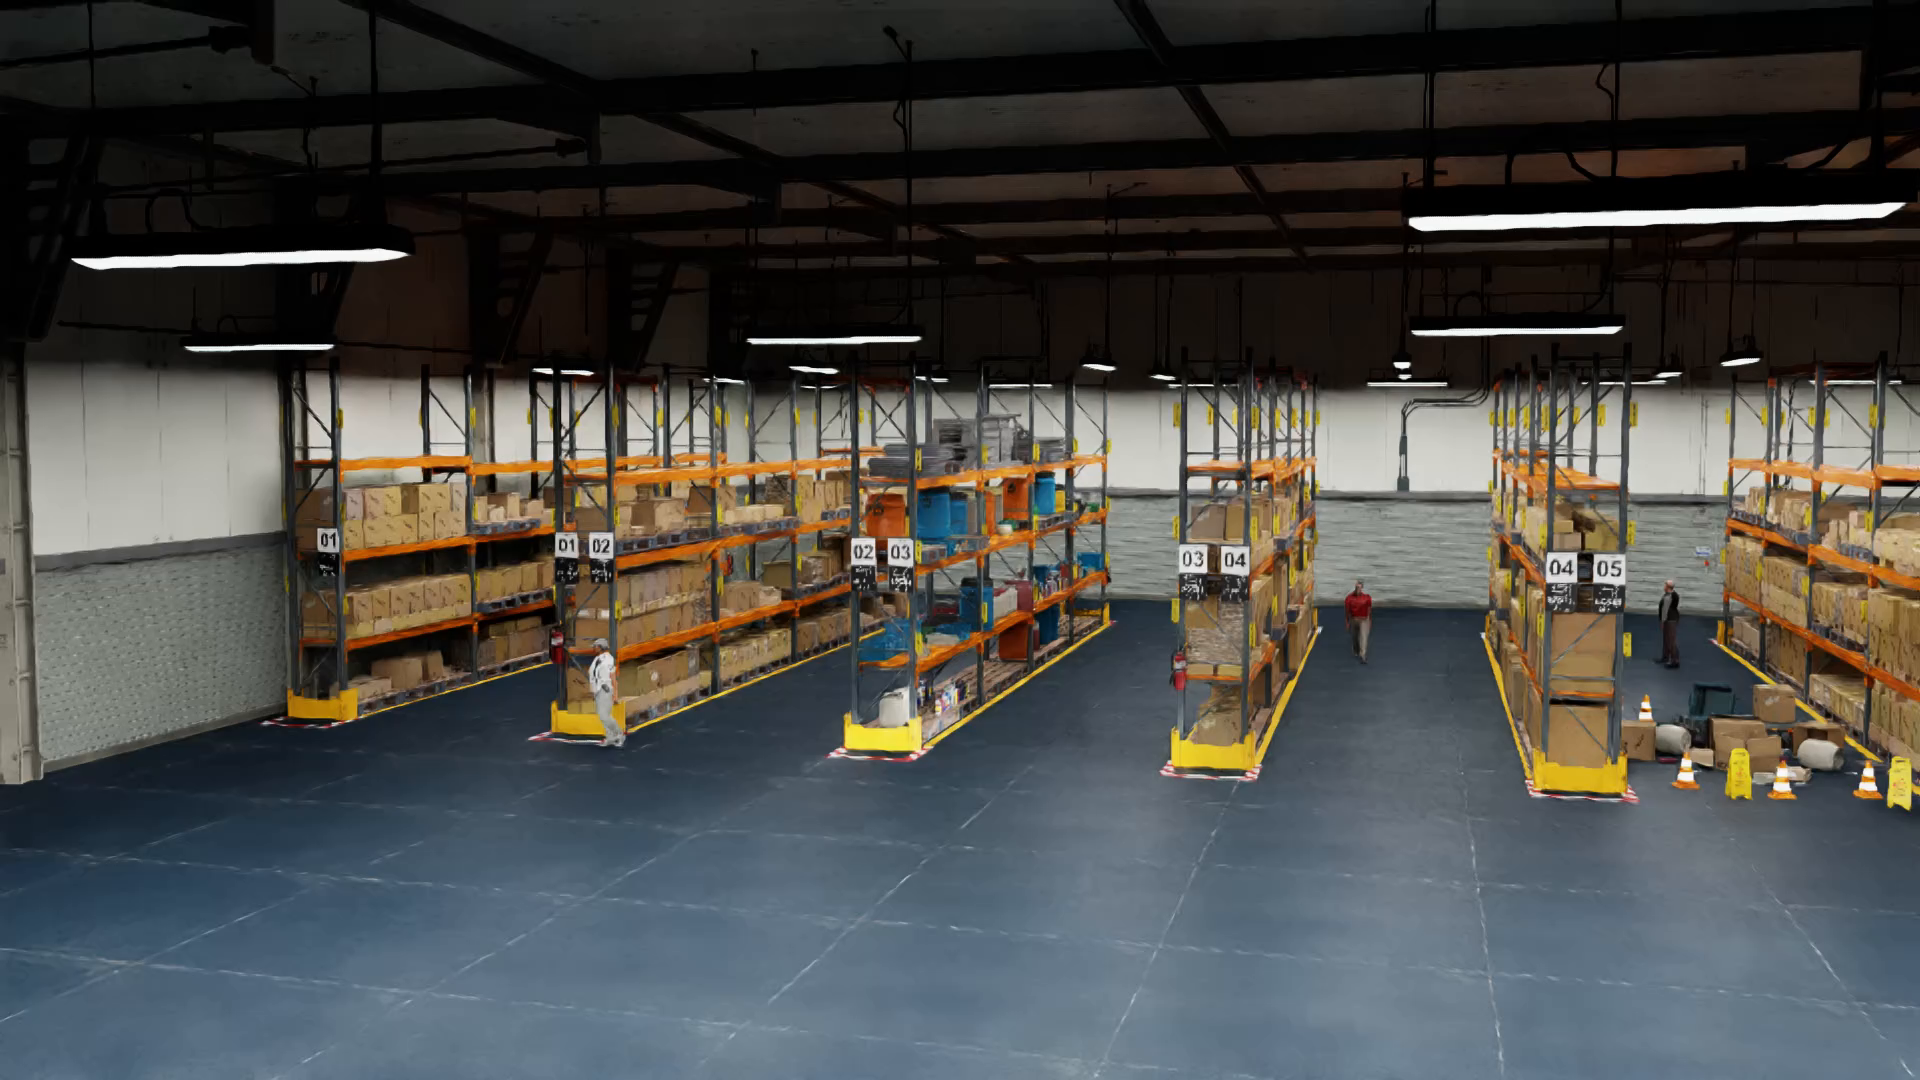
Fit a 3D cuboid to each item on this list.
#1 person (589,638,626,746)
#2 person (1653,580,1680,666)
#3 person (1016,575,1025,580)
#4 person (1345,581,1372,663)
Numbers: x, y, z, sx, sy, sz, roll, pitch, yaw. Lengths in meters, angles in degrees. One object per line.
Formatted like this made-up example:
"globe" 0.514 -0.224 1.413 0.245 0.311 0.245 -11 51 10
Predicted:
"person" -5.364 2.320 25.324 0.483 1.650 0.620 -2 5 -31
"person" 14.316 1.661 33.657 0.587 1.718 0.647 3 5 35
"person" 1.485 1.498 38.195 0.476 1.400 0.945 3 5 37
"person" 8.170 1.657 34.154 0.542 1.645 1.126 1 4 18
